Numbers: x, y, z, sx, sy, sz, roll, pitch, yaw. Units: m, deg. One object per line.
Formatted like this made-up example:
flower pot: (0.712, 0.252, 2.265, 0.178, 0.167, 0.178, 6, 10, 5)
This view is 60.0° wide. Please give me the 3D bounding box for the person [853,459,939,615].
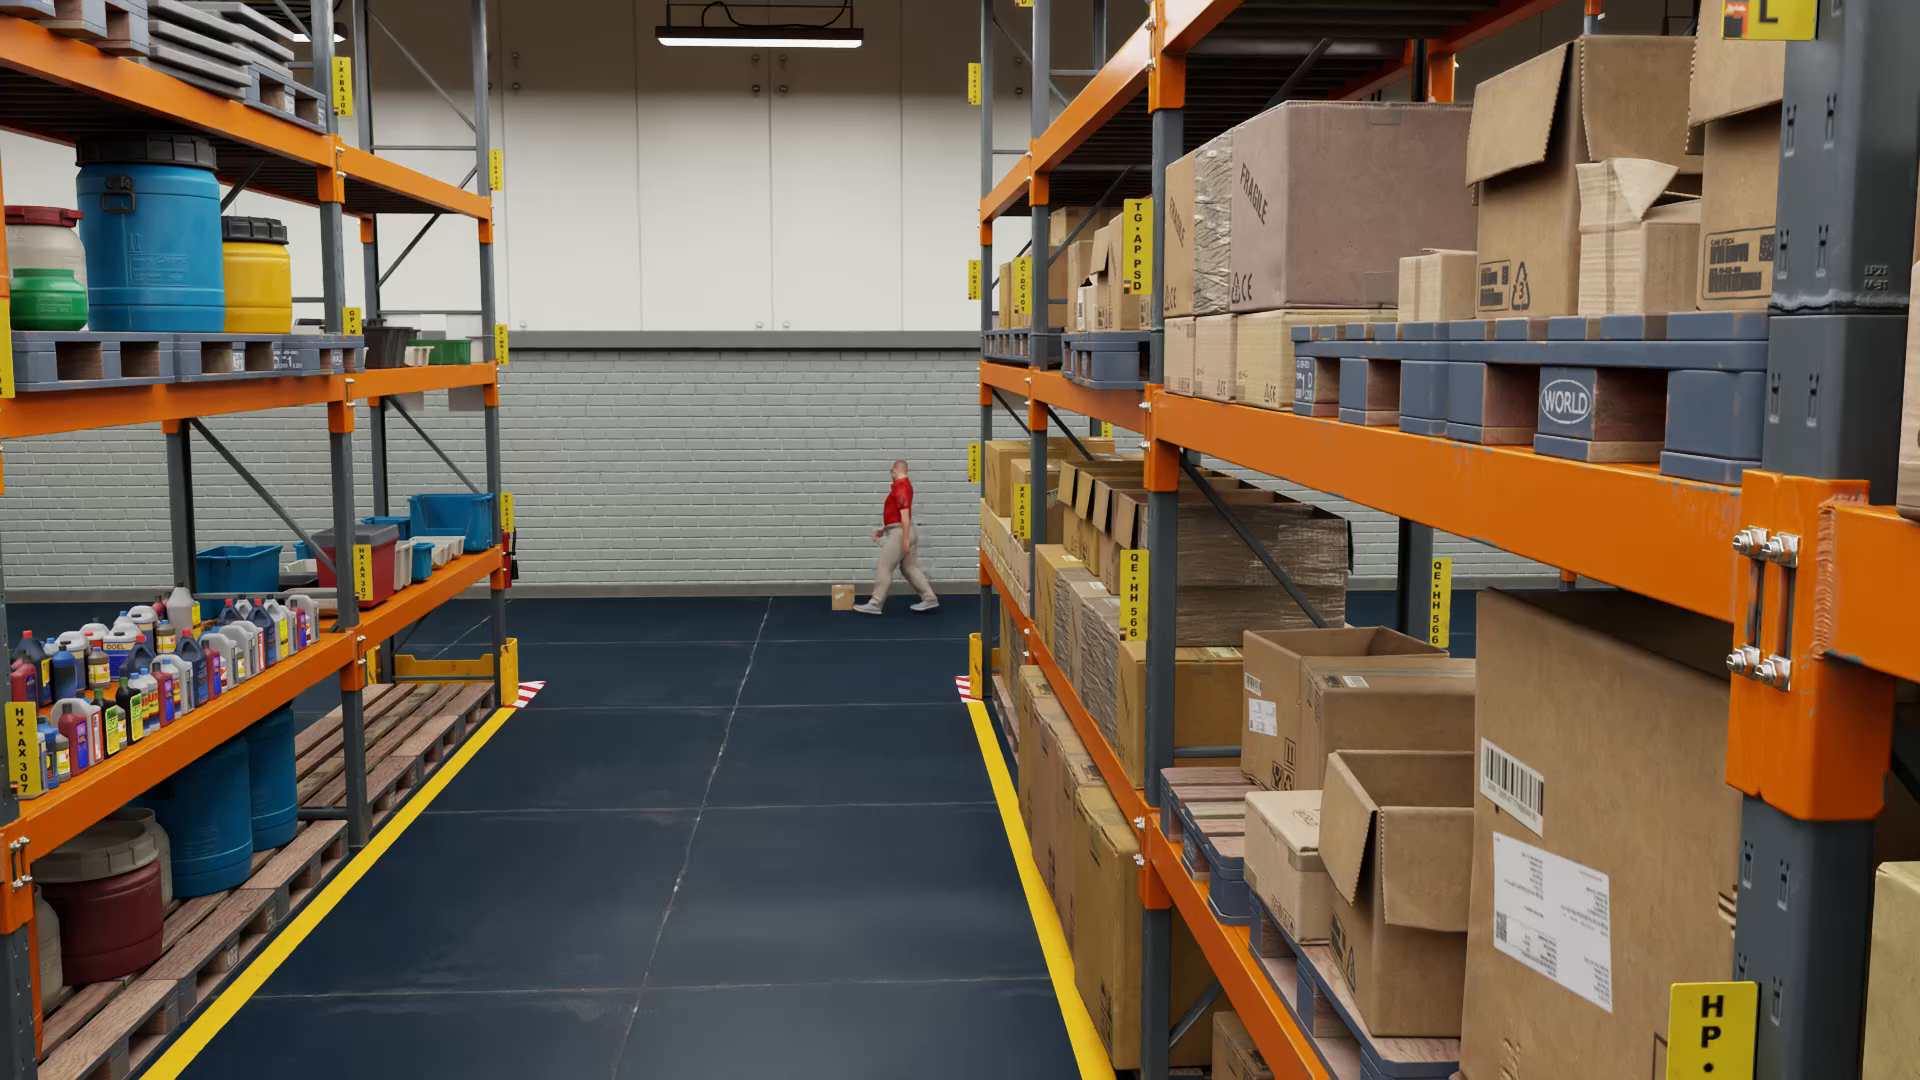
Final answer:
person: (-0.696, -0.043, 18.254, 0.909, 1.679, 0.546, 1, 7, 8)
